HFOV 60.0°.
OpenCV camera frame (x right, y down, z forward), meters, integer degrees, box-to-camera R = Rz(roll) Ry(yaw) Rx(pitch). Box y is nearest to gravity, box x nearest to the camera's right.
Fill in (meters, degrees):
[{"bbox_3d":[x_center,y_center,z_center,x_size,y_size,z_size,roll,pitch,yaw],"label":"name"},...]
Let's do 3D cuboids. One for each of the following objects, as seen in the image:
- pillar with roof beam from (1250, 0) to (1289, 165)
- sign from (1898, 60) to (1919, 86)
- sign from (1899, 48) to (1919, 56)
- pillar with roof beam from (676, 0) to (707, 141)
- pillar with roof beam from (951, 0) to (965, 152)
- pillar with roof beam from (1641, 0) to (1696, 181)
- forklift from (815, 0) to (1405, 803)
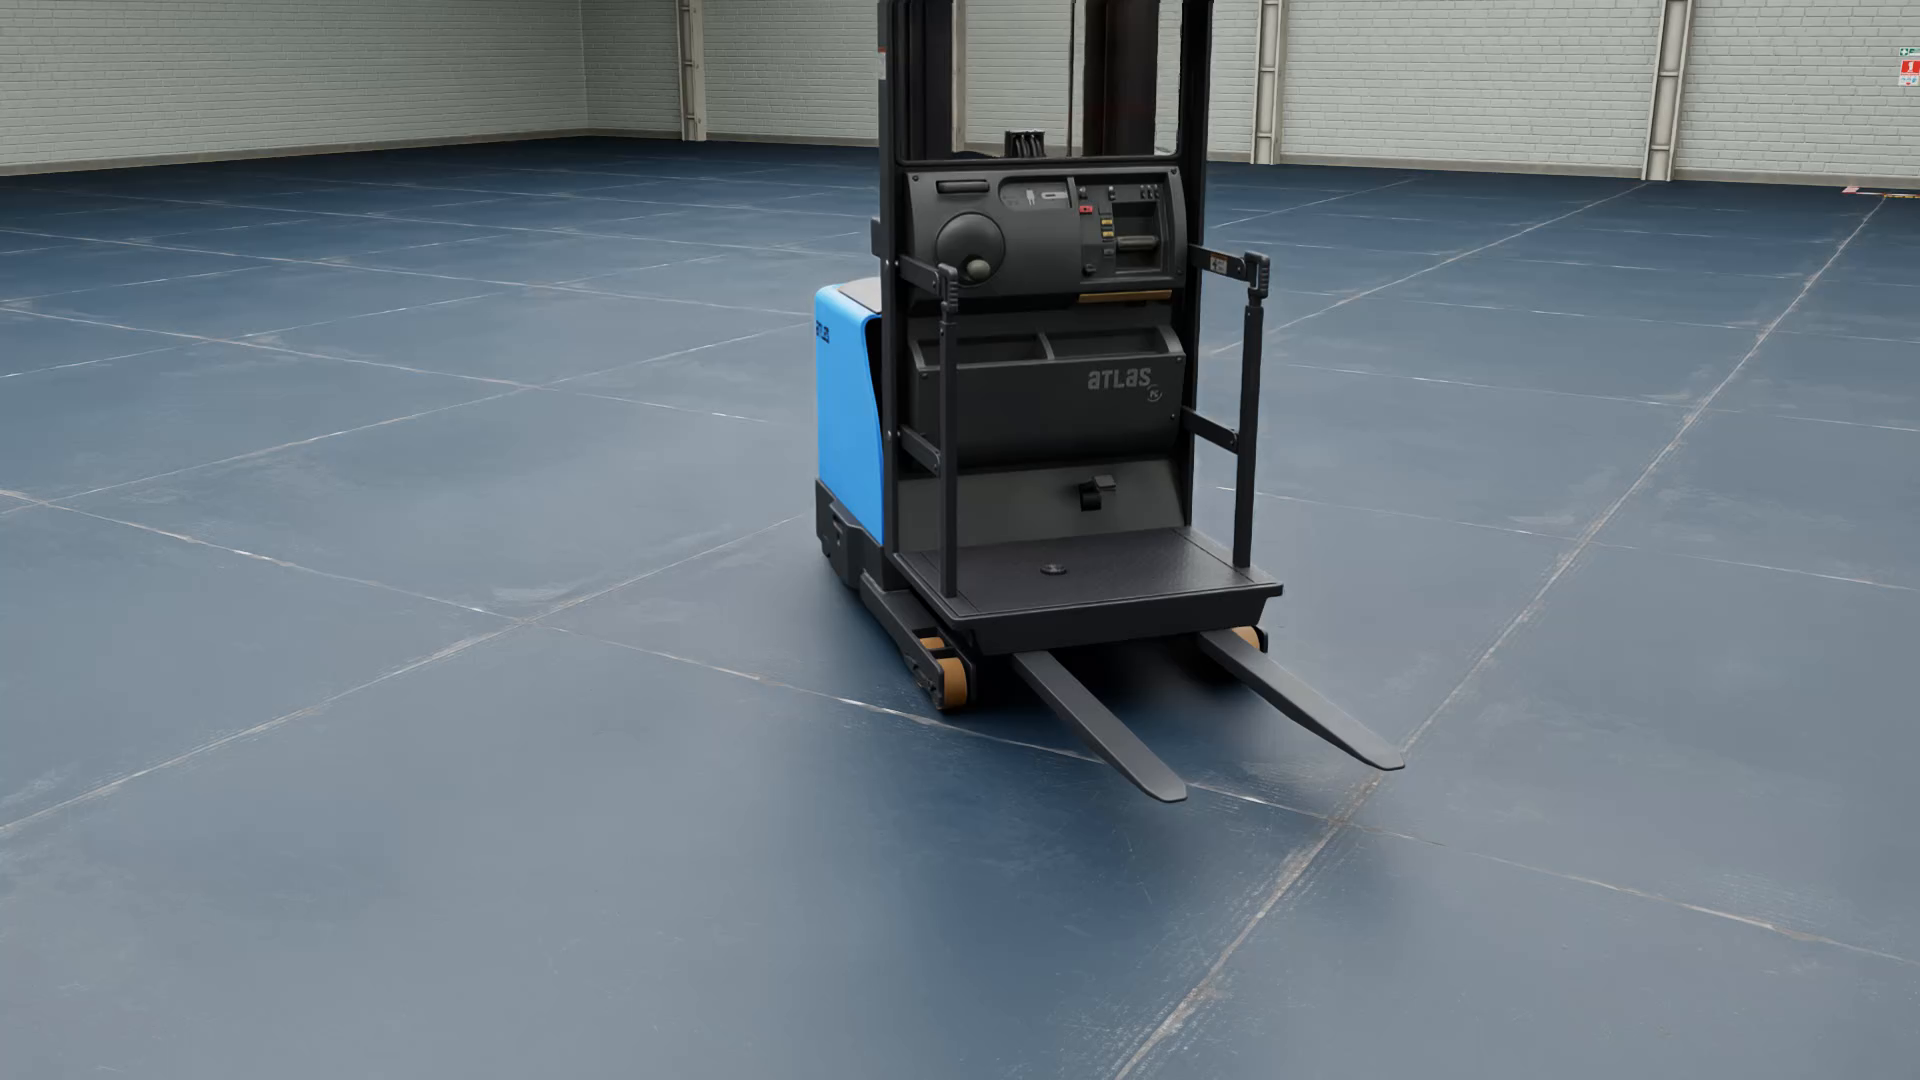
[{"bbox_3d":[2.704,-9.355,22.195,0.400,9.000,9.100,10,20,30],"label":"pillar with roof beam"},{"bbox_3d":[12.680,-6.237,22.193,0.234,0.329,0.001,10,20,30],"label":"sign"},{"bbox_3d":[12.679,-6.488,22.106,0.331,0.109,0.001,10,20,30],"label":"sign"},{"bbox_3d":[-7.521,-11.180,28.204,0.400,9.000,9.100,10,20,30],"label":"pillar with roof beam"},{"bbox_3d":[-2.408,-10.268,25.200,0.400,9.000,9.100,10,20,30],"label":"pillar with roof beam"},{"bbox_3d":[7.817,-8.442,19.191,0.400,9.000,9.100,10,20,30],"label":"pillar with roof beam"},{"bbox_3d":[0.355,-1.004,5.145,1.130,2.935,3.031,-5,18,-17],"label":"forklift"}]
